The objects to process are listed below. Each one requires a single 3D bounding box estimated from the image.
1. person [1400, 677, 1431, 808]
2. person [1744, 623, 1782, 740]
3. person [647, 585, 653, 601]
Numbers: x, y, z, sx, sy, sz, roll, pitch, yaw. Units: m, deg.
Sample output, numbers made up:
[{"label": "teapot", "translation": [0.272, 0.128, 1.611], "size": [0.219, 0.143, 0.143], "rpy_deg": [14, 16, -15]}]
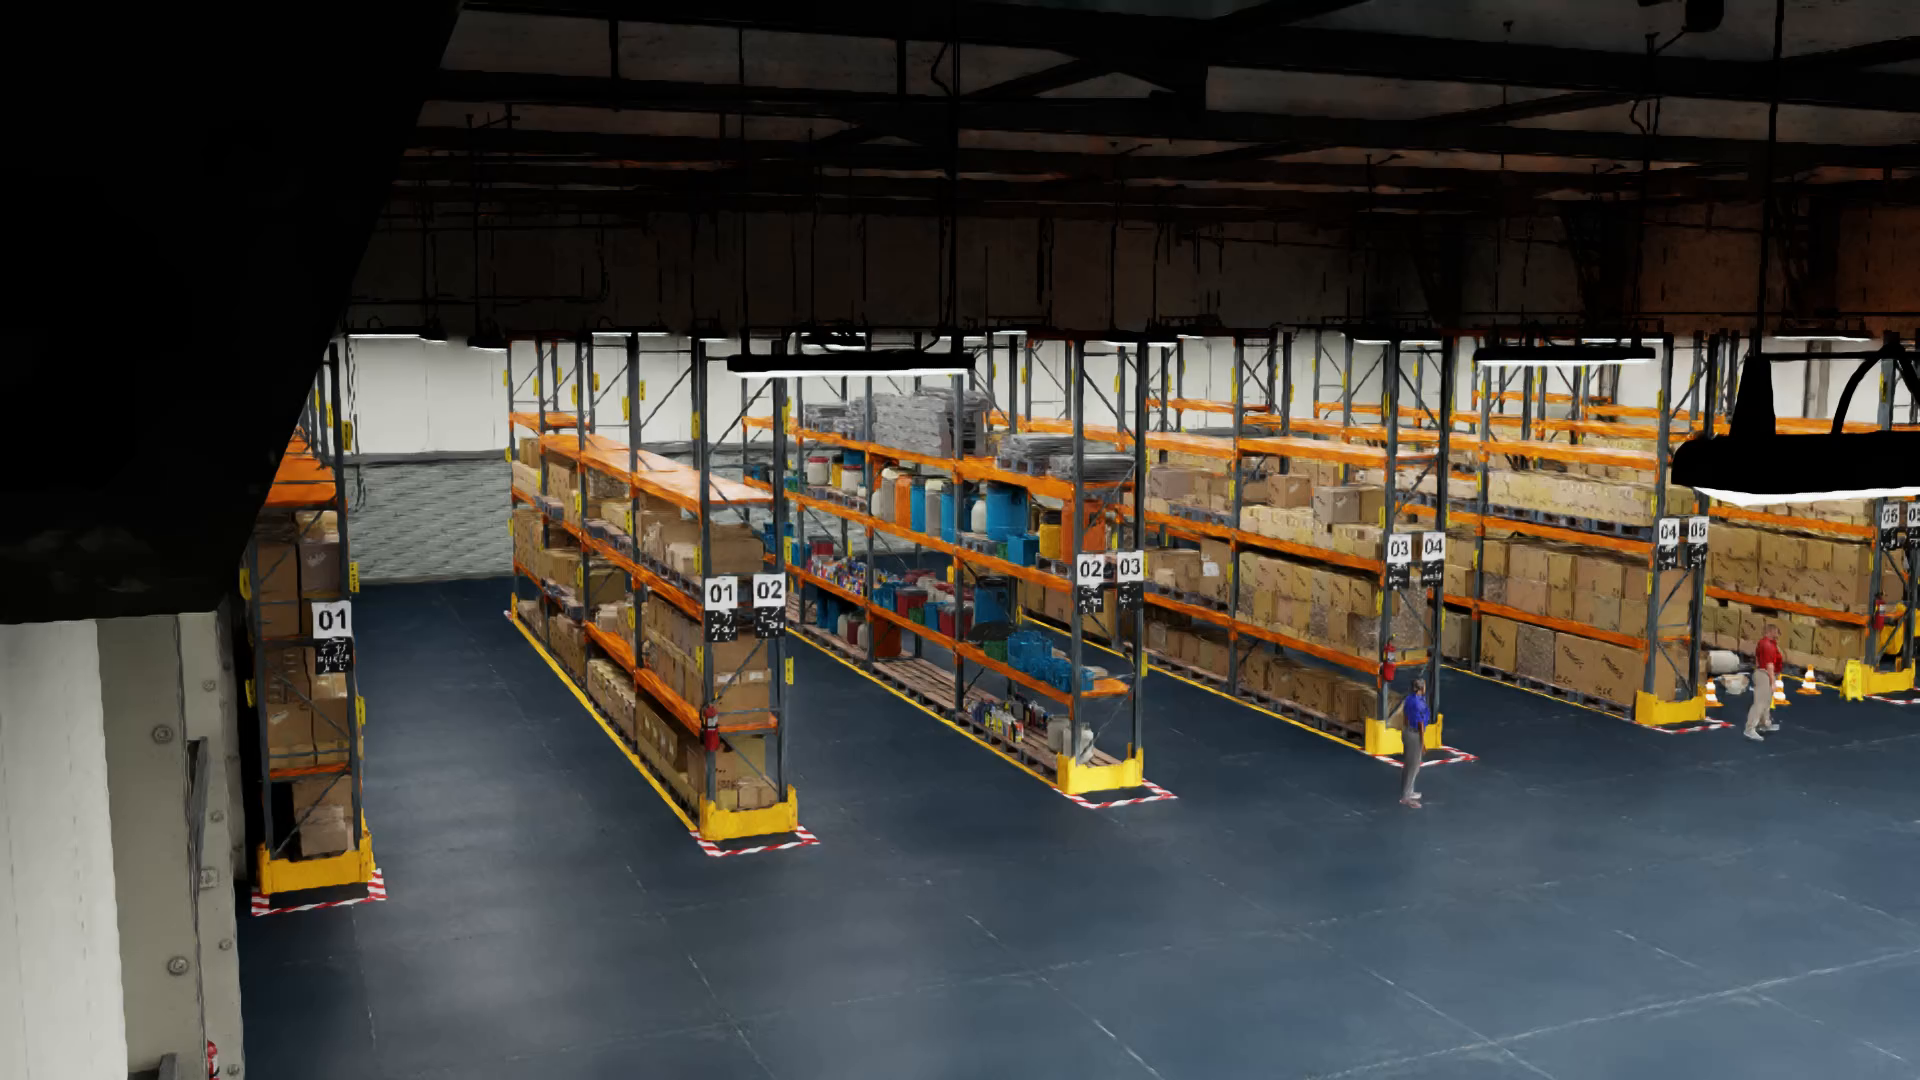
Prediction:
[{"label": "person", "translation": [5.879, 2.584, 21.503], "size": [0.400, 1.663, 0.564], "rpy_deg": [-1, 8, -4]}, {"label": "person", "translation": [12.098, 2.085, 24.946], "size": [0.585, 1.719, 0.772], "rpy_deg": [2, 8, 15]}, {"label": "person", "translation": [-5.682, 1.268, 31.368], "size": [0.456, 1.589, 1.088], "rpy_deg": [-3, 8, -21]}]
